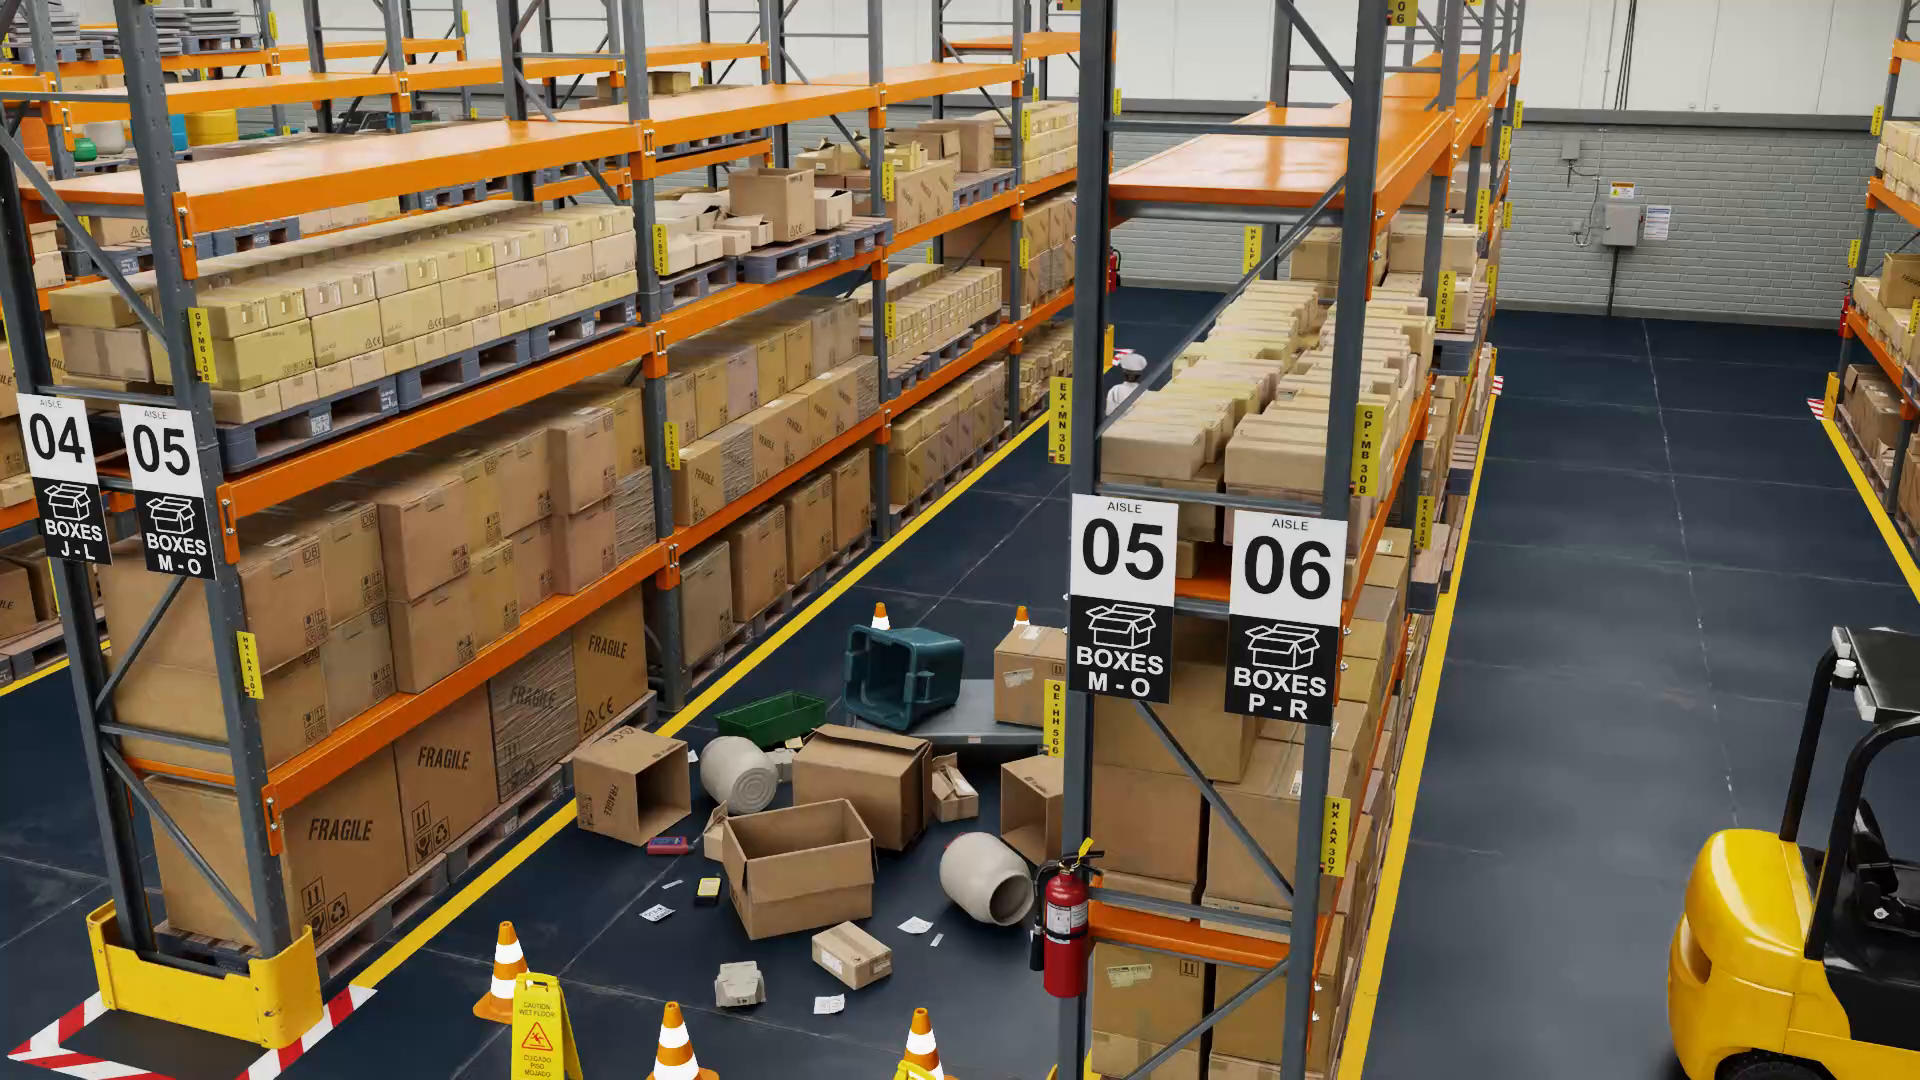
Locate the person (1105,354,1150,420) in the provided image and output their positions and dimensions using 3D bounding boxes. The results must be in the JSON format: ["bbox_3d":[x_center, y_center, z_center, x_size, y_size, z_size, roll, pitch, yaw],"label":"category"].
[{"bbox_3d":[1.588,-0.902,15.529,0.454,1.710,0.435,5,19,13],"label":"person"}]
